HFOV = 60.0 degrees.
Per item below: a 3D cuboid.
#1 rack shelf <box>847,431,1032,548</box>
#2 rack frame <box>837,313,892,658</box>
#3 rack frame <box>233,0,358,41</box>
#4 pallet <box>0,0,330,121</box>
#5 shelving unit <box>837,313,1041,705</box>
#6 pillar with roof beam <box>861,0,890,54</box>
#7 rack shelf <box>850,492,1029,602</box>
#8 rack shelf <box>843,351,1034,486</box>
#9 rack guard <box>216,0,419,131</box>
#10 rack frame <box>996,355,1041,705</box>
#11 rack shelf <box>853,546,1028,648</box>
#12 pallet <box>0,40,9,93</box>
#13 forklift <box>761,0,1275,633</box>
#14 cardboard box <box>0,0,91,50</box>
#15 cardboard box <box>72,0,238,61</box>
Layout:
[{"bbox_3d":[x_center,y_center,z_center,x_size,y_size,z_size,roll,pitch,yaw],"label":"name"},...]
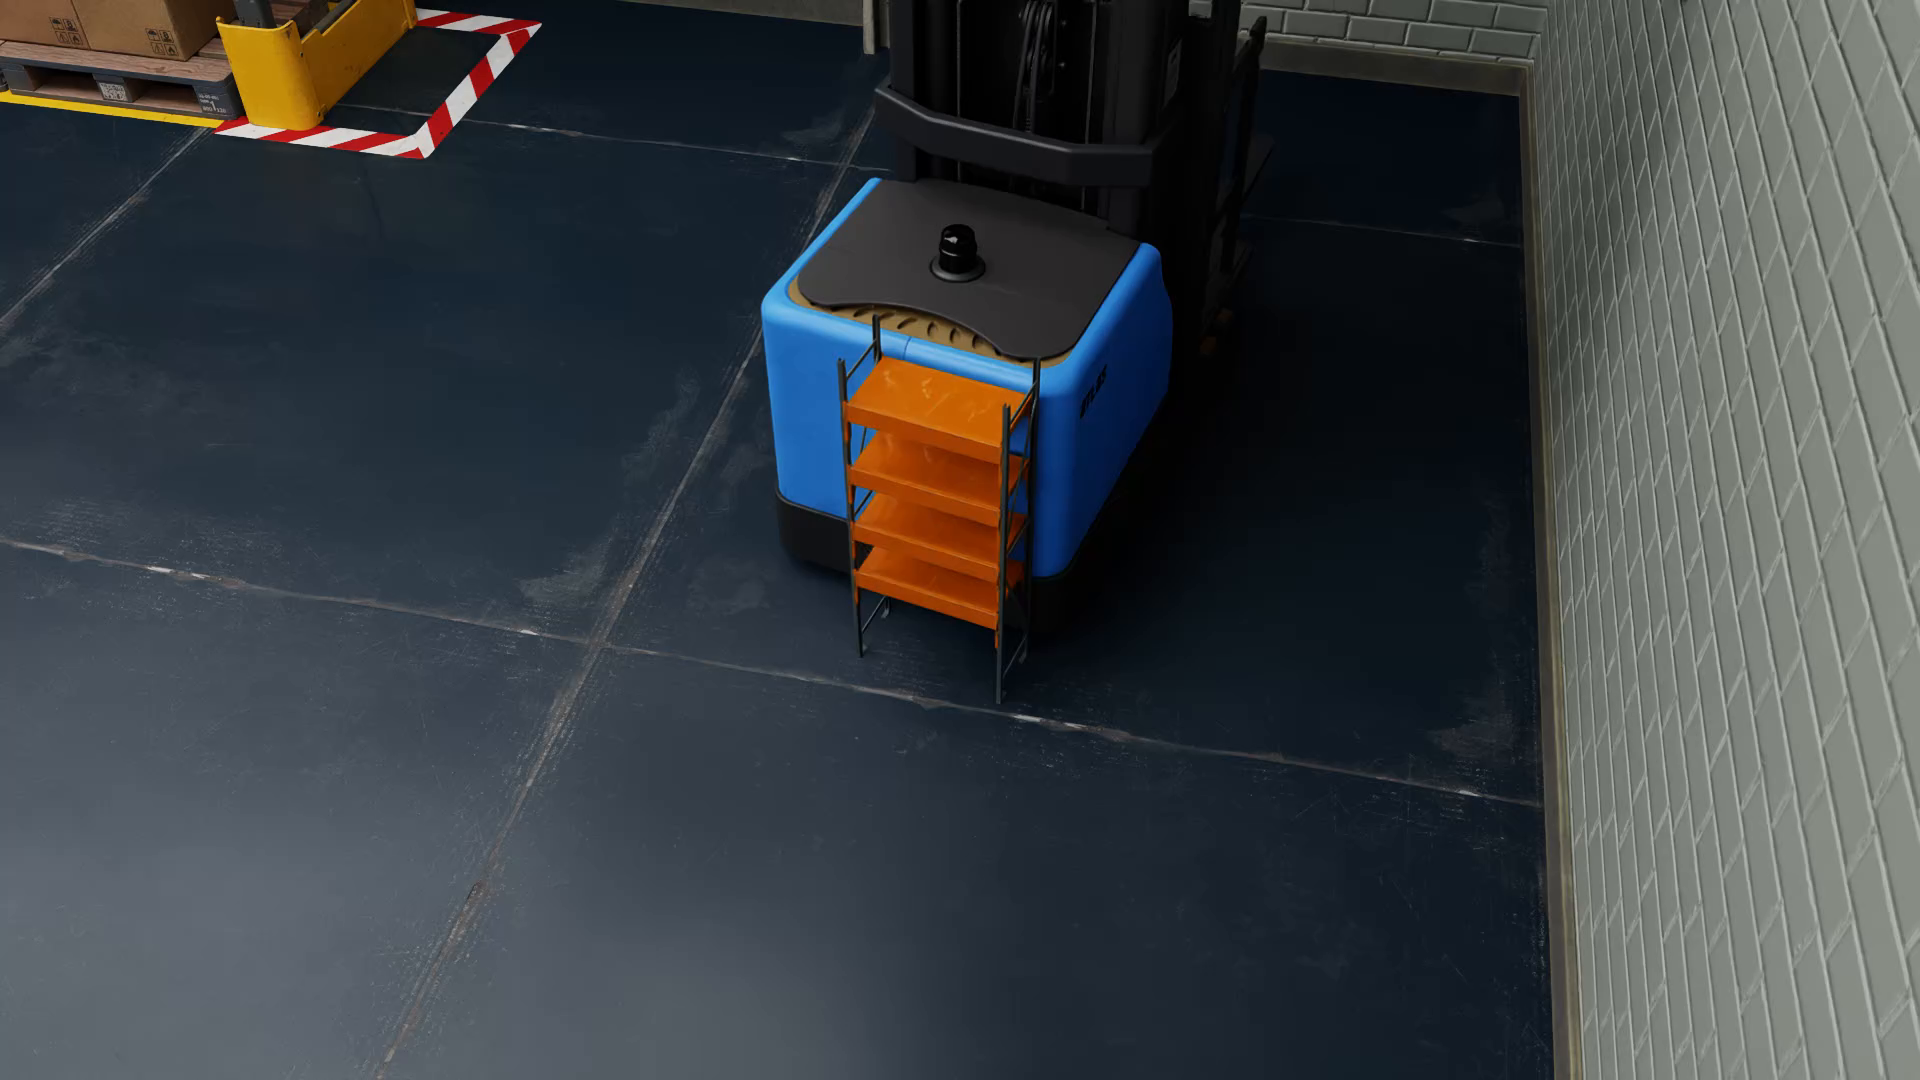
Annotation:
[{"bbox_3d":[-0.057,-0.174,4.840,0.480,0.148,0.258,17,46,17],"label":"rack shelf"},{"bbox_3d":[-0.281,-0.129,5.019,0.015,1.200,0.240,17,46,17],"label":"rack frame"},{"bbox_3d":[-3.076,-3.397,7.116,0.127,3.000,1.000,9,45,9],"label":"rack frame"},{"bbox_3d":[-3.873,-2.460,8.154,1.213,0.211,1.003,9,45,9],"label":"pallet"},{"bbox_3d":[-0.057,-0.061,4.949,0.503,1.200,0.258,17,46,17],"label":"shelving unit"},{"bbox_3d":[-1.192,-2.821,2.192,0.400,9.000,9.100,9,45,9],"label":"pillar with roof beam"},{"bbox_3d":[-0.057,-0.013,4.995,0.480,0.148,0.258,17,46,17],"label":"rack shelf"},{"bbox_3d":[-0.057,-0.344,4.676,0.480,0.148,0.258,17,46,17],"label":"rack shelf"},{"bbox_3d":[-3.052,-2.493,7.979,0.348,0.500,1.175,9,45,9],"label":"rack guard"},{"bbox_3d":[0.167,0.006,4.879,0.015,1.200,0.240,17,46,17],"label":"rack frame"},{"bbox_3d":[-0.057,0.130,5.133,0.480,0.148,0.258,17,46,17],"label":"rack shelf"},{"bbox_3d":[-5.060,-2.646,8.347,1.213,0.211,1.003,9,45,9],"label":"pallet"},{"bbox_3d":[0.448,-1.789,5.495,1.130,2.935,3.031,17,46,17],"label":"forklift"},{"bbox_3d":[-4.269,-2.762,7.956,0.500,0.500,0.700,9,45,9],"label":"cardboard box"},{"bbox_3d":[-3.781,-2.686,7.877,0.500,0.500,0.700,9,45,9],"label":"cardboard box"}]
